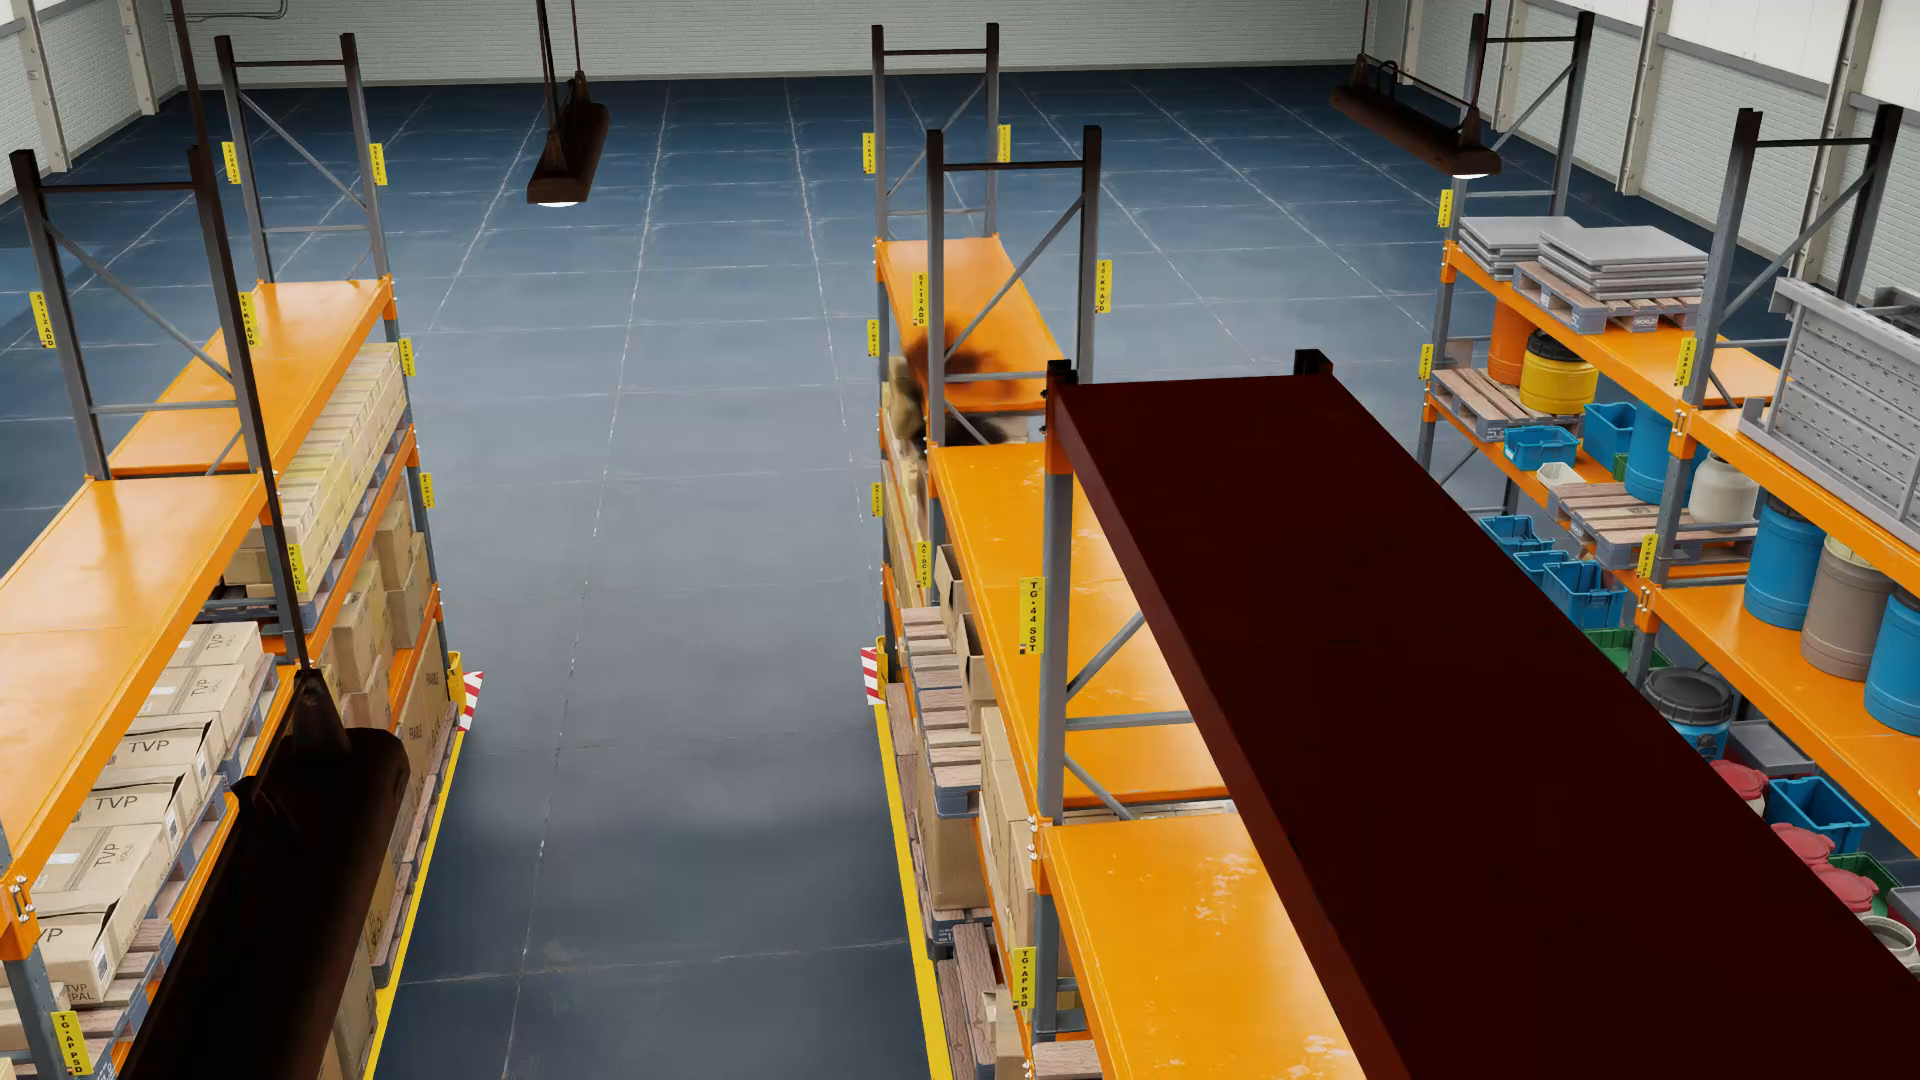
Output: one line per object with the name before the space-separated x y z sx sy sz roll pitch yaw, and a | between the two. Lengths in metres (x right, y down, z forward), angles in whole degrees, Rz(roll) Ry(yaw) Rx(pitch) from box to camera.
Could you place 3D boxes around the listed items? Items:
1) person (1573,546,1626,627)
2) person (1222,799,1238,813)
person | 6.163 0.233 16.136 0.637 1.671 0.690 -8 27 -16
person | 1.921 2.114 11.390 0.670 1.881 0.773 -5 26 -10
